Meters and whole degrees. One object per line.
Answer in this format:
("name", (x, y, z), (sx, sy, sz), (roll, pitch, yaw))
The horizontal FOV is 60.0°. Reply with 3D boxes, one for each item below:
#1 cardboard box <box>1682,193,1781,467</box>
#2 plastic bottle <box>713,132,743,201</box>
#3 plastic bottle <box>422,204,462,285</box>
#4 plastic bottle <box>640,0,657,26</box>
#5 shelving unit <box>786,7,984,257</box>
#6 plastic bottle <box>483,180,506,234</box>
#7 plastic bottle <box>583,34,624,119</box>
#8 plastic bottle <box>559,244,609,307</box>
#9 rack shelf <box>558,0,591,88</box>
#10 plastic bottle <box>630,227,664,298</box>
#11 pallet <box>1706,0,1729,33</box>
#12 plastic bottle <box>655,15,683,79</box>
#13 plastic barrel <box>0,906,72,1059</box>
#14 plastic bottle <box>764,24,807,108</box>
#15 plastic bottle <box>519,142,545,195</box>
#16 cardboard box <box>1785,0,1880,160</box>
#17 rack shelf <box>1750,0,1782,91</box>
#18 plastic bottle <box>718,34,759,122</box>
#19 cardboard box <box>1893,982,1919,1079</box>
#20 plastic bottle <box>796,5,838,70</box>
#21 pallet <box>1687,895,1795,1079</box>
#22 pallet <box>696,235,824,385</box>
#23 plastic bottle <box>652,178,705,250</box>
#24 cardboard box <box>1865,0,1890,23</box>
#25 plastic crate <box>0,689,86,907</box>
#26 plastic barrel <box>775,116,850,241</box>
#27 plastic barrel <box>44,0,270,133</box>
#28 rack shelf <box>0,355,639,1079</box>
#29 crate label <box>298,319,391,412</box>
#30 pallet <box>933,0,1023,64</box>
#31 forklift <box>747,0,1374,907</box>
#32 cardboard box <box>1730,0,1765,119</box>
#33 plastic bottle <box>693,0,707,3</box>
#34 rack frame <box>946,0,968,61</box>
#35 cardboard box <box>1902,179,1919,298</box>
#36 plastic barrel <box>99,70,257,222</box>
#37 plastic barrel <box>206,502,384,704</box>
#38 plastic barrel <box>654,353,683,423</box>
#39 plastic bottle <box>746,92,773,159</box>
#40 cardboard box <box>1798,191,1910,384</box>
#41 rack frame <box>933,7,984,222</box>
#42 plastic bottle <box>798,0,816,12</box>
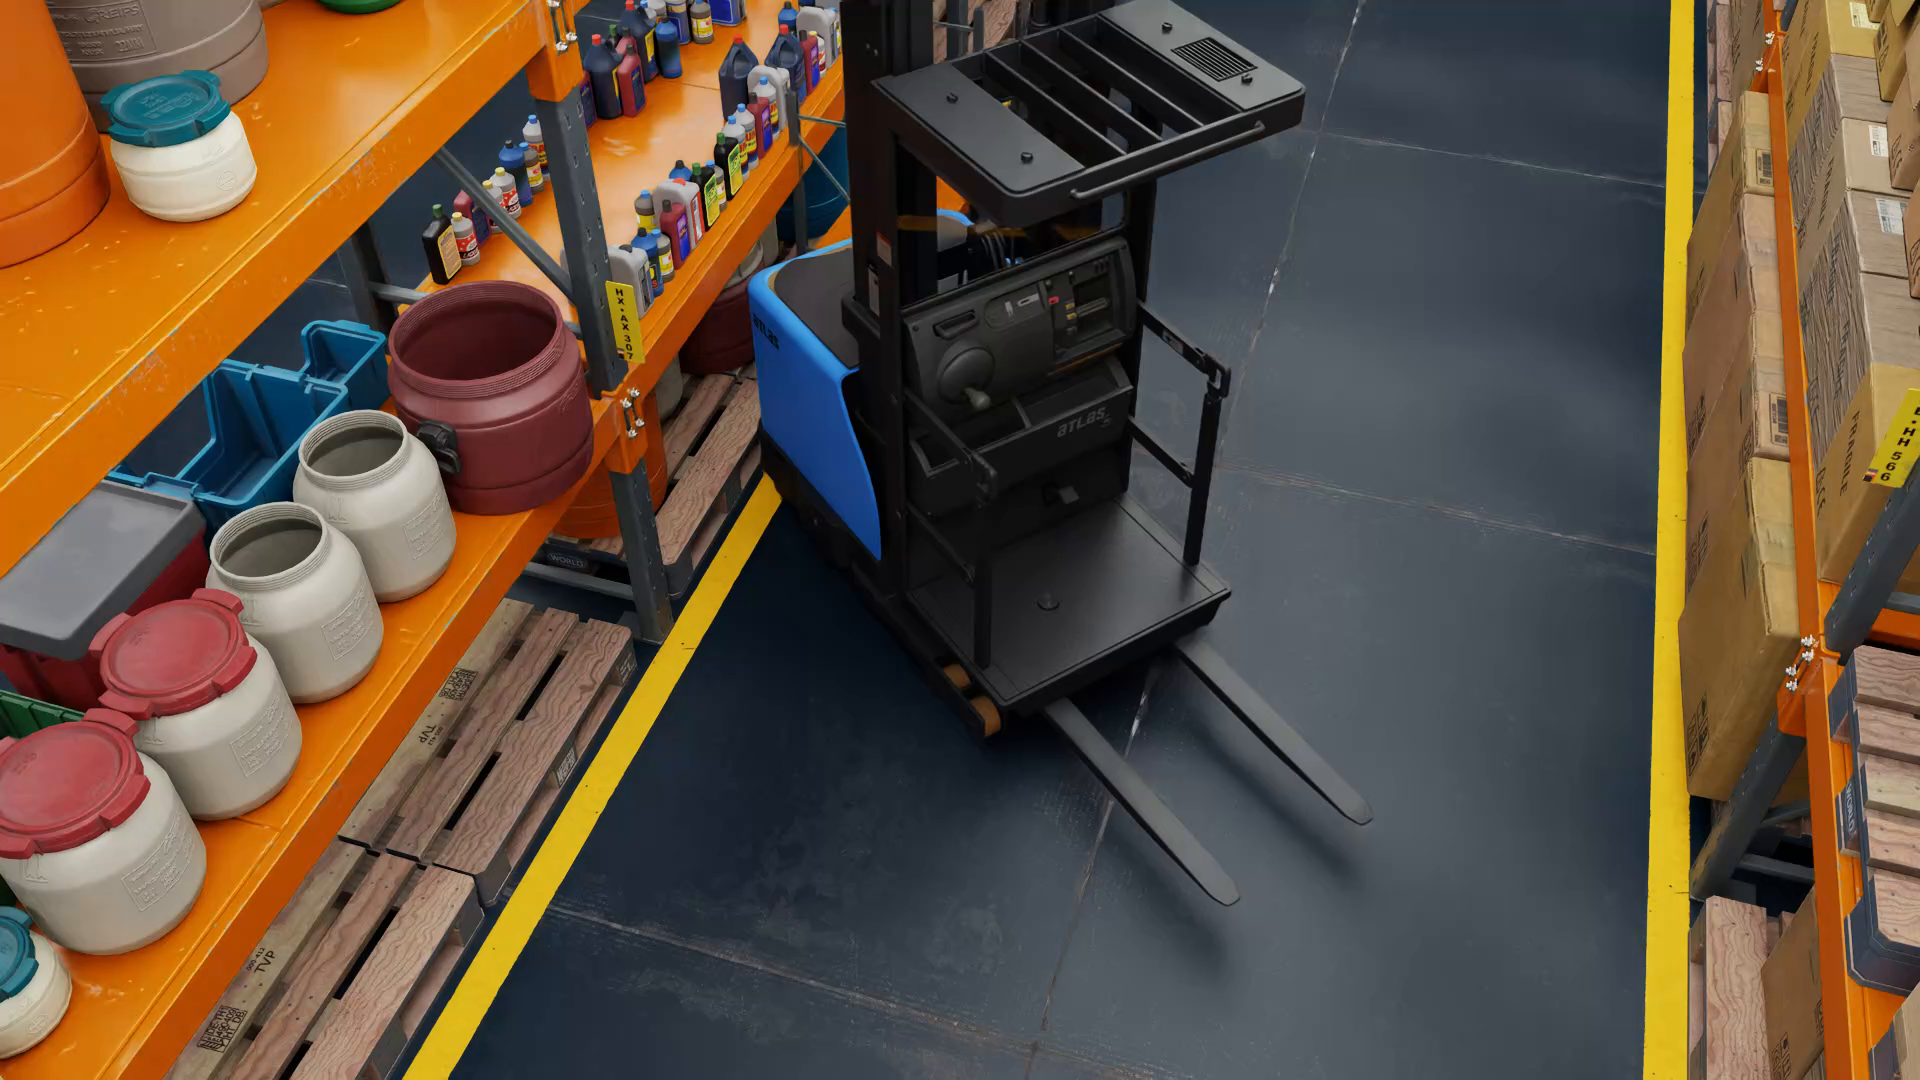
("cardboard box", (3.827, -0.770, 7.010), (1.225, 0.875, 0.875), (11, 45, 11))
("plastic bottle", (-0.927, -1.509, 6.630), (0.061, 0.283, 0.133), (13, 46, 13))
("plastic bottle", (-1.944, -1.107, 6.219), (0.061, 0.283, 0.133), (13, 46, 13))
("plastic bottle", (-1.394, -2.273, 7.419), (0.097, 0.271, 0.097), (0, 44, 0))
("shelving unit", (-0.305, -1.558, 7.645), (0.587, 1.500, 1.083), (14, 44, 14))
("plastic bottle", (-1.822, -1.305, 6.480), (0.097, 0.201, 0.097), (0, 44, 0))
("plastic bottle", (-1.510, -1.991, 7.074), (0.144, 0.351, 0.185), (13, 46, 13))
("plastic bottle", (-1.366, -0.997, 6.112), (0.152, 0.276, 0.135), (13, 46, 13))
("rack shelf", (-1.055, -2.937, 6.375), (1.077, 0.370, 4.000), (13, 46, 13))
("plastic bottle", (-1.160, -1.035, 6.153), (0.097, 0.271, 0.097), (0, 44, 0))
("pallet", (5.315, -3.526, 10.602), (1.003, 0.211, 1.213), (13, 46, 13))
("plastic bottle", (-1.286, -2.178, 7.322), (0.097, 0.271, 0.097), (0, 44, 0))
("plastic barrel", (-2.325, 1.077, 4.003), (0.301, 0.262, 0.301), (0, 44, 0))
("plastic bottle", (-0.749, -2.021, 7.105), (0.144, 0.351, 0.185), (13, 46, 13))
("plastic bottle", (-1.734, -1.500, 6.679), (0.097, 0.201, 0.097), (0, 44, 0))
("cardboard box", (3.743, -1.853, 6.826), (0.500, 0.500, 0.500), (13, 46, 13))
("rack shelf", (4.877, -3.482, 9.077), (1.077, 0.370, 4.000), (13, 46, 13))
("plastic bottle", (-0.935, -1.964, 7.047), (0.144, 0.351, 0.185), (13, 46, 13))
("cardboard box", (2.333, 1.232, 3.552), (0.500, 0.250, 0.500), (11, 46, 11))
("plastic bottle", (-0.635, -2.256, 7.398), (0.152, 0.276, 0.135), (13, 46, 13))
("pallet", (2.822, 1.777, 5.182), (1.003, 0.211, 1.213), (13, 46, 13))
("pallet", (-1.090, -1.137, 8.160), (1.003, 0.211, 1.213), (13, 46, 13))
("plastic bottle", (-1.081, -1.273, 6.394), (0.152, 0.276, 0.135), (13, 46, 13))
("cardboard box", (4.086, -2.373, 6.641), (0.797, 0.503, 0.637), (11, 46, 11))
("plastic crate", (-2.613, 0.732, 4.407), (0.450, 0.188, 0.662), (13, 46, 13))
("plastic barrel", (-0.844, -2.024, 8.273), (0.600, 0.901, 0.708), (13, 46, 13))
("plastic barrel", (-2.116, -1.539, 4.074), (0.600, 0.901, 0.600), (0, 44, 0))
("rack shelf", (-2.266, 0.801, 4.700), (1.077, 0.370, 4.000), (13, 46, 13))
("crate label", (-2.145, -0.528, 5.663), (0.303, 0.233, 0.416), (13, 46, 13))
("pallet", (-0.263, -2.957, 10.020), (1.003, 0.211, 1.213), (13, 46, 13))
("forklift", (0.349, -0.673, 5.741), (1.130, 2.935, 3.031), (-25, 49, -23))
("cardboard box", (4.820, -2.820, 9.105), (0.875, 0.875, 0.875), (13, 46, 13))
("plastic bottle", (-1.233, -2.566, 7.715), (0.152, 0.276, 0.135), (13, 46, 13))
("rack frame", (-0.449, -3.455, 8.535), (1.000, 3.000, 0.127), (13, 46, 13))
("cardboard box", (3.497, -1.052, 5.291), (0.797, 0.503, 0.637), (14, 46, 13))
("plastic barrel", (-1.823, -0.915, 3.893), (0.301, 0.262, 0.301), (0, 44, 0))
("plastic barrel", (-1.896, 0.183, 4.738), (0.421, 0.512, 0.421), (0, 44, 0))
("plastic barrel", (-1.443, -0.775, 7.275), (0.421, 0.512, 0.421), (0, 44, 0))
("plastic bottle", (-0.828, -1.728, 6.853), (0.061, 0.283, 0.133), (13, 46, 13))
("cardboard box", (3.284, -0.835, 5.786), (0.500, 0.500, 0.500), (11, 45, 11))
("rack frame", (-0.136, -1.874, 7.993), (0.500, 1.500, 0.032), (14, 44, 14))
("plastic bottle", (-0.689, -2.423, 7.572), (0.097, 0.271, 0.097), (0, 44, 0))
